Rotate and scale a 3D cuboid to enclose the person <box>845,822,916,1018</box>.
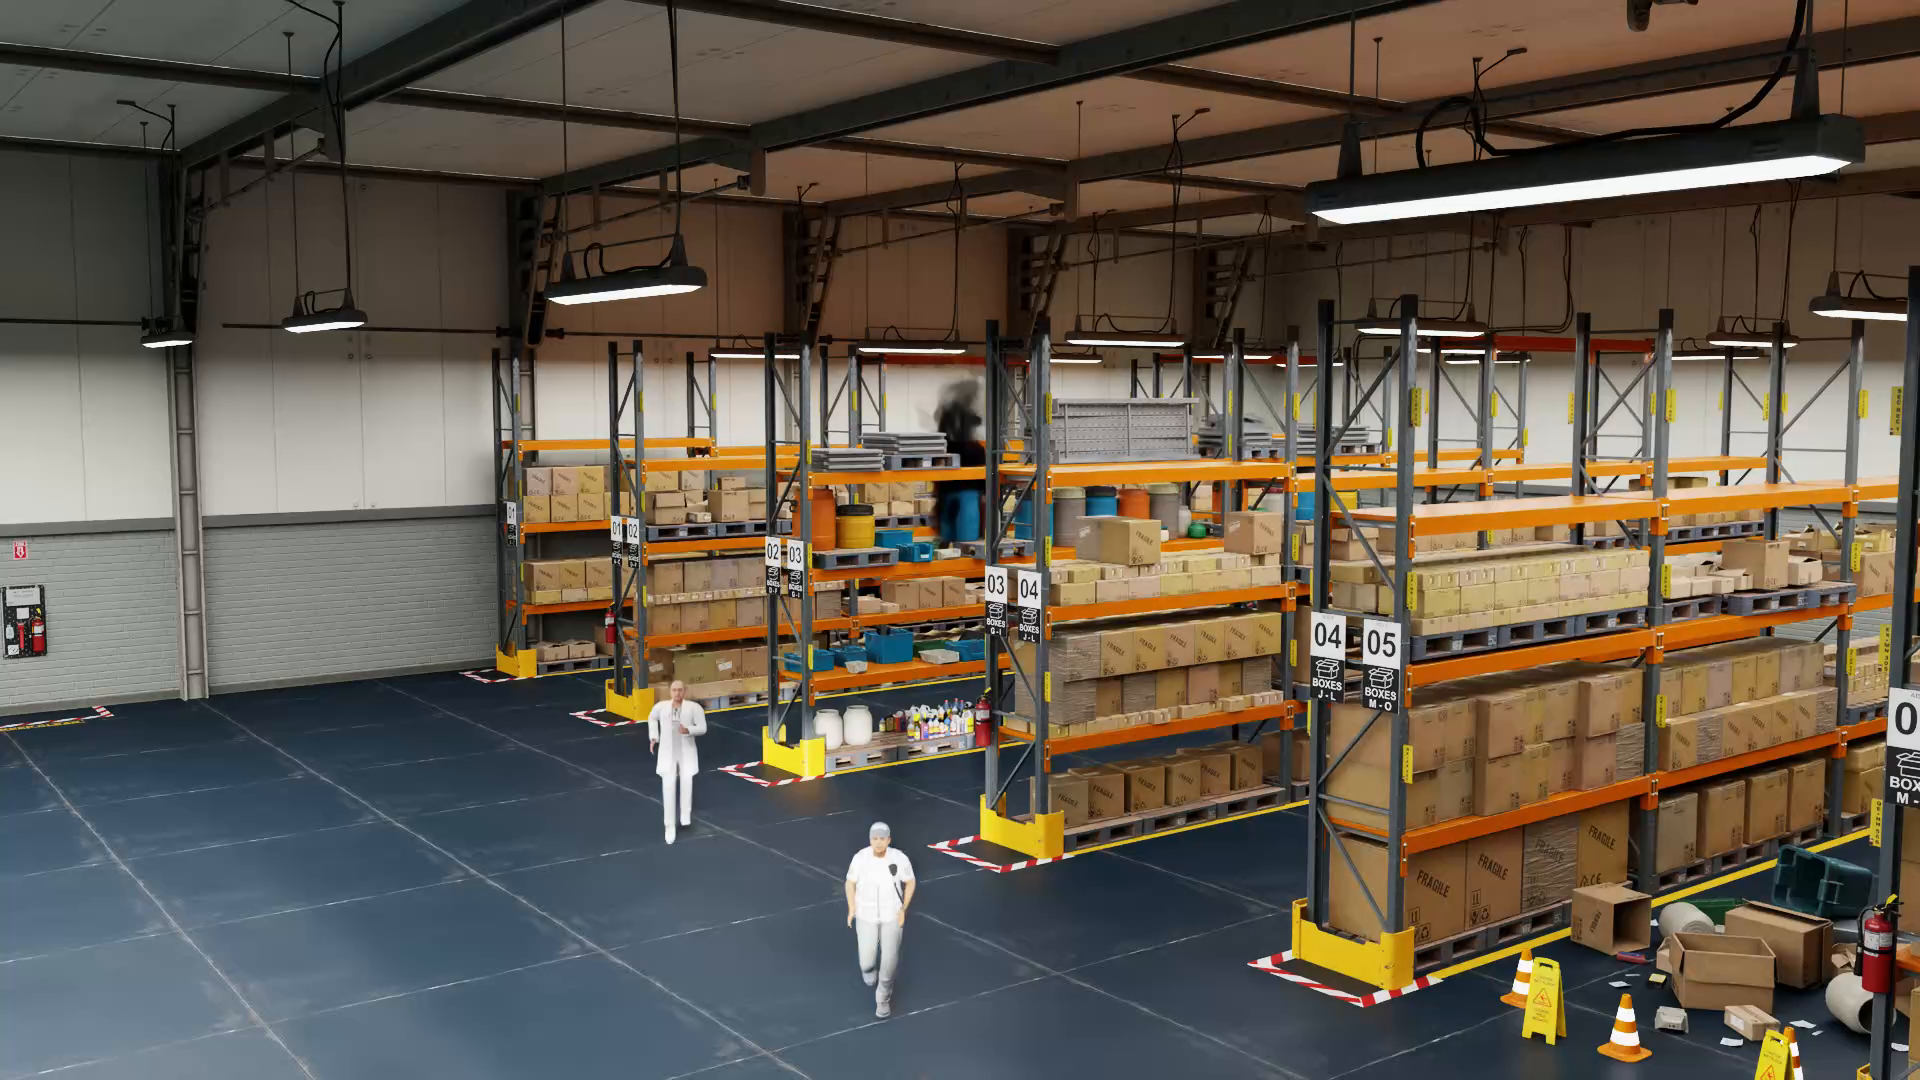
[{"bbox_3d":[-0.665,3.145,14.008,0.595,1.622,0.586,0,5,0],"label":"person"}]

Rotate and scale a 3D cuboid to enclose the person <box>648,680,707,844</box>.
[{"bbox_3d":[-3.314,2.550,19.540,0.680,1.831,0.920,-1,5,-10],"label":"person"}]
